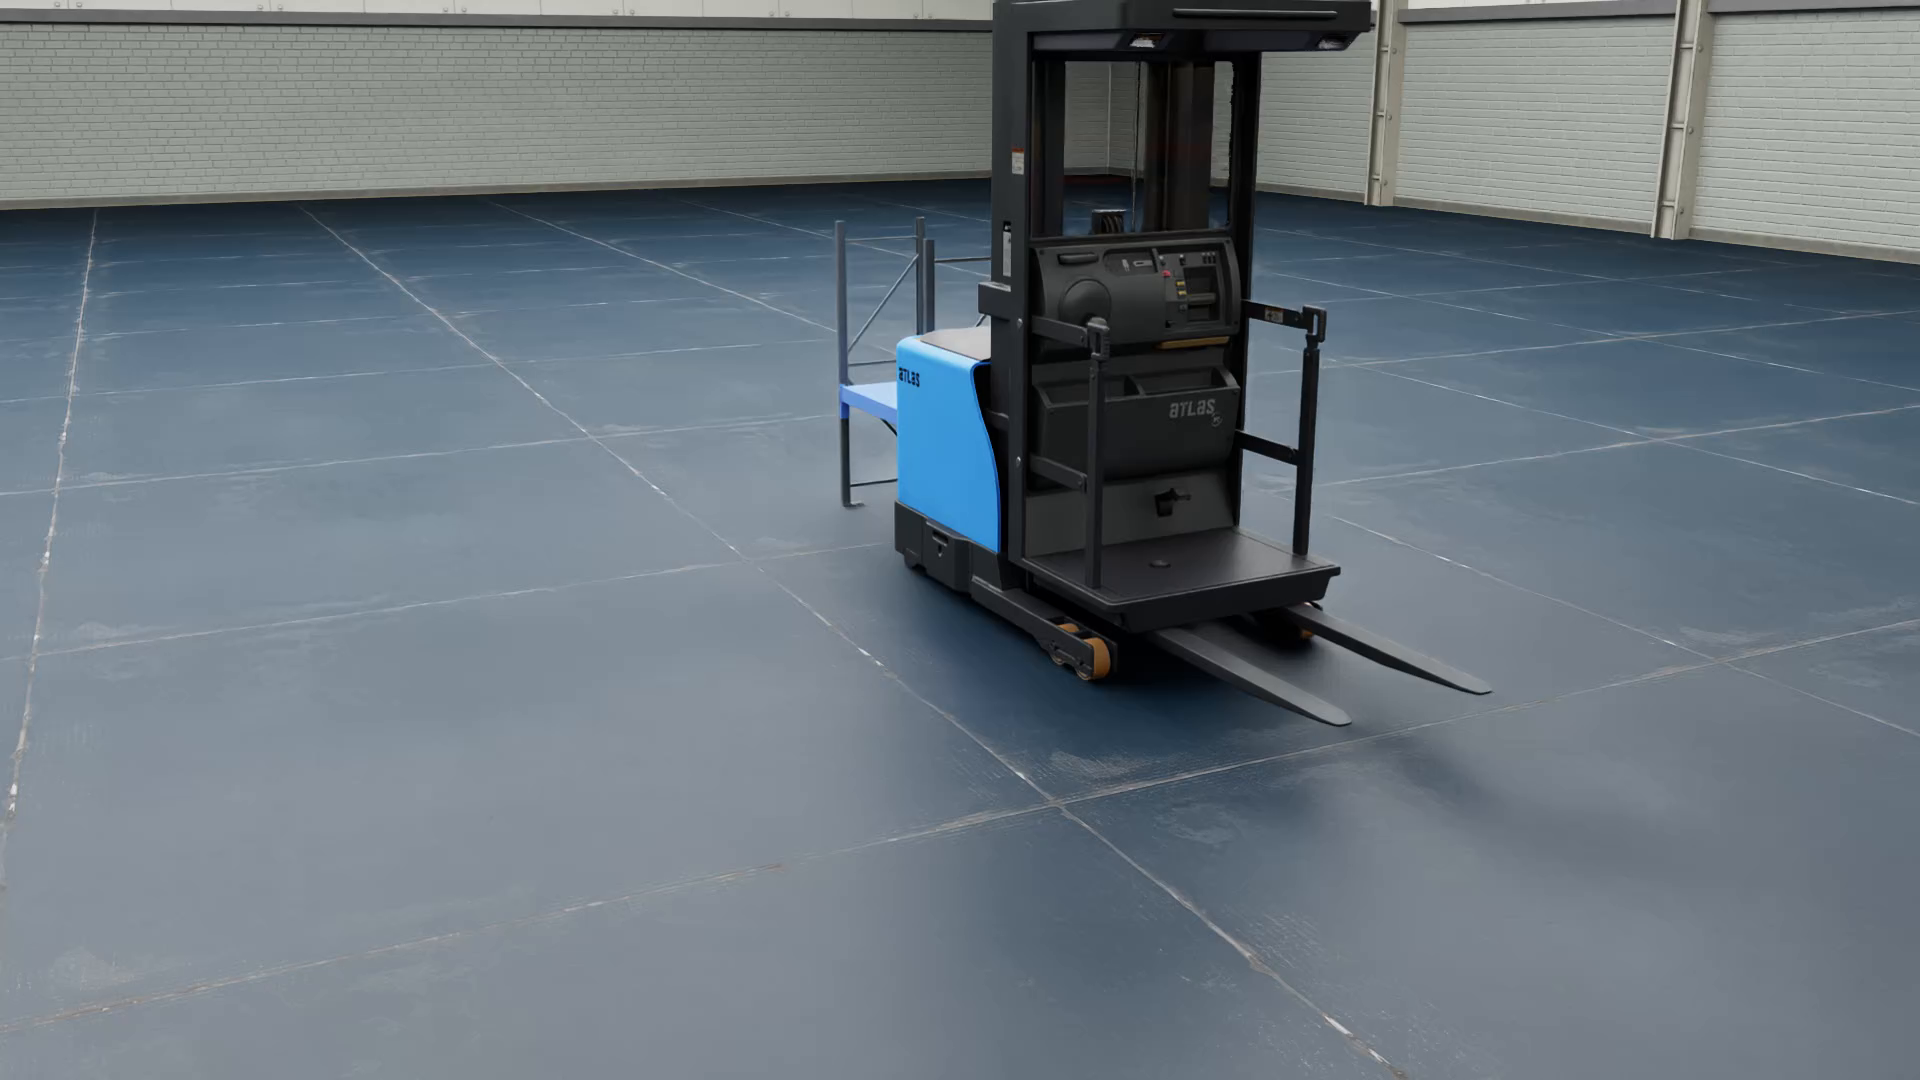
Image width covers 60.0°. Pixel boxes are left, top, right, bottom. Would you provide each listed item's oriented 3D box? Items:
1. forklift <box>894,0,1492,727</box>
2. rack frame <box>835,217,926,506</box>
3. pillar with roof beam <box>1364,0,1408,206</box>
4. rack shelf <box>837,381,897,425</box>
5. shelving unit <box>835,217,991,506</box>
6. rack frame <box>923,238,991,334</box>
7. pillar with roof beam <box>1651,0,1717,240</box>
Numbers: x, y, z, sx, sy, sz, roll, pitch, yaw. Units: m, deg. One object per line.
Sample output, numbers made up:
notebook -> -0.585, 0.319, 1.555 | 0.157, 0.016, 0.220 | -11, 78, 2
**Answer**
forklift -> 0.819, -1.009, 6.454 | 1.130, 2.935, 3.031 | -8, 18, -26
rack frame -> -0.409, -0.937, 8.798 | 0.500, 1.500, 0.032 | -8, 18, -26
pillar with roof beam -> 3.106, -9.380, 24.623 | 9.100, 9.000, 0.400 | -8, 18, -25
rack shelf -> -0.175, -0.640, 8.414 | 0.538, 0.185, 1.000 | -8, 18, -26
shelving unit -> -0.175, -0.813, 8.364 | 0.538, 1.500, 1.048 | -8, 18, -26
rack frame -> 0.060, -0.688, 7.931 | 0.500, 1.500, 0.032 | -8, 18, -26
pillar with roof beam -> 5.735, -7.892, 19.439 | 9.100, 9.000, 0.400 | -8, 18, -25
